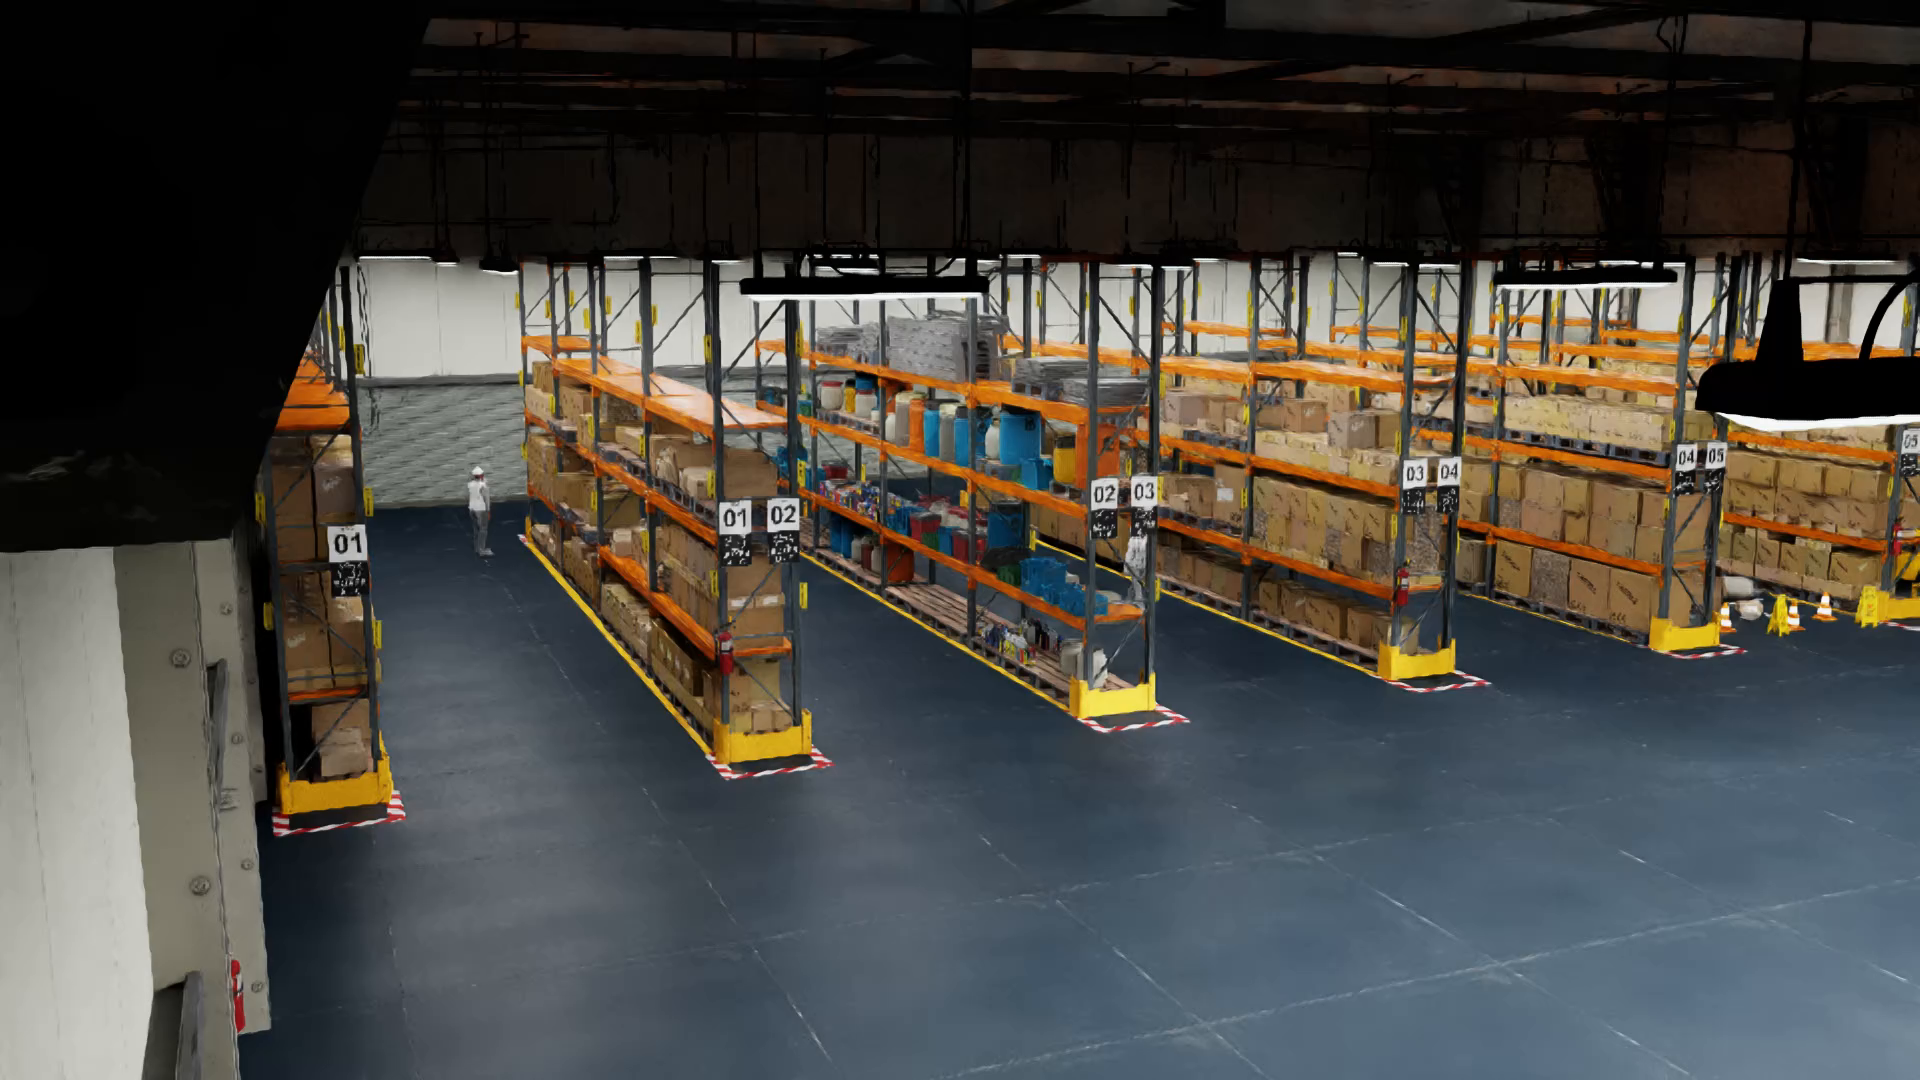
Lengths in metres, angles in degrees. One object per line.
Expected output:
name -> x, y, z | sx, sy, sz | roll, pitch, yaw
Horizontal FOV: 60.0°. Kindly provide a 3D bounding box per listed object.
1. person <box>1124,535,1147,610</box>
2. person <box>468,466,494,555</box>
person -> 3.057, 0.447, 28.076 | 0.488, 1.587, 1.070 | -5, 11, -24
person -> -9.580, -0.602, 33.322 | 0.584, 1.776, 0.450 | 8, 13, 36
